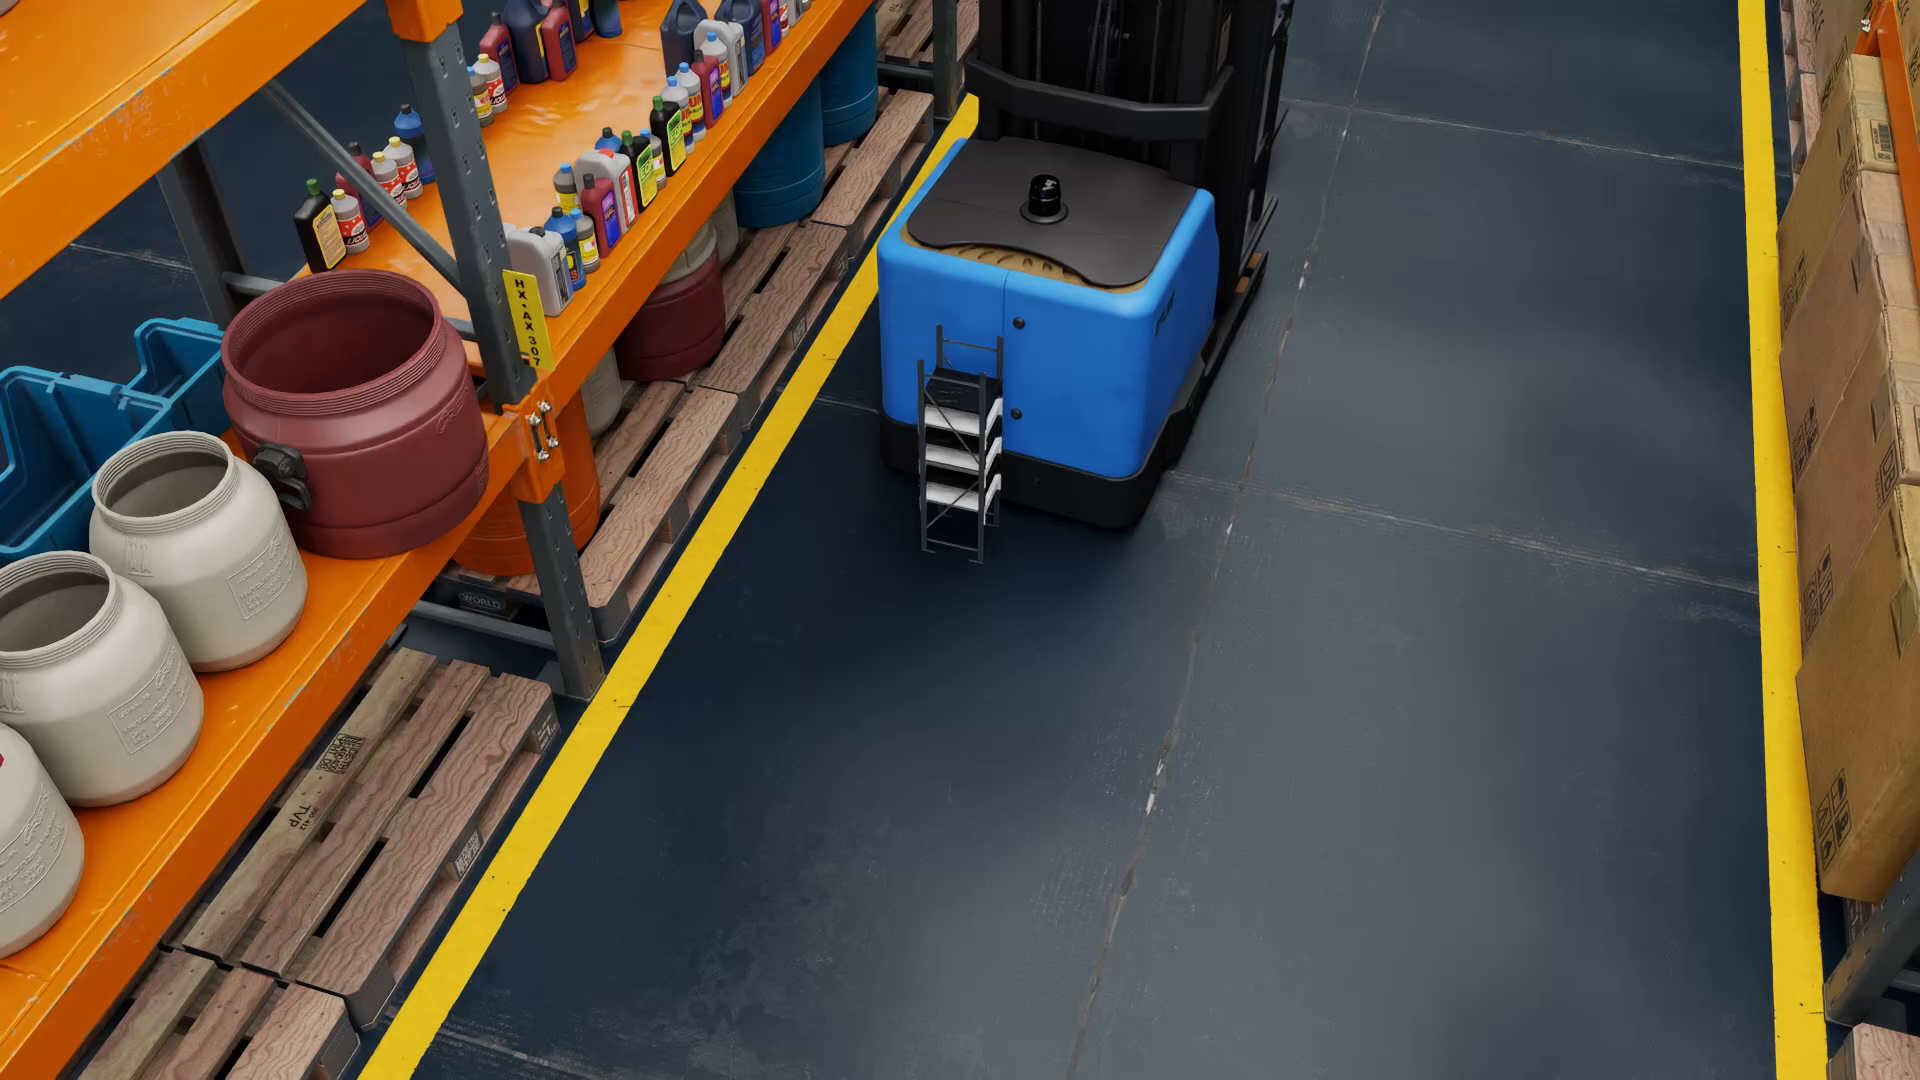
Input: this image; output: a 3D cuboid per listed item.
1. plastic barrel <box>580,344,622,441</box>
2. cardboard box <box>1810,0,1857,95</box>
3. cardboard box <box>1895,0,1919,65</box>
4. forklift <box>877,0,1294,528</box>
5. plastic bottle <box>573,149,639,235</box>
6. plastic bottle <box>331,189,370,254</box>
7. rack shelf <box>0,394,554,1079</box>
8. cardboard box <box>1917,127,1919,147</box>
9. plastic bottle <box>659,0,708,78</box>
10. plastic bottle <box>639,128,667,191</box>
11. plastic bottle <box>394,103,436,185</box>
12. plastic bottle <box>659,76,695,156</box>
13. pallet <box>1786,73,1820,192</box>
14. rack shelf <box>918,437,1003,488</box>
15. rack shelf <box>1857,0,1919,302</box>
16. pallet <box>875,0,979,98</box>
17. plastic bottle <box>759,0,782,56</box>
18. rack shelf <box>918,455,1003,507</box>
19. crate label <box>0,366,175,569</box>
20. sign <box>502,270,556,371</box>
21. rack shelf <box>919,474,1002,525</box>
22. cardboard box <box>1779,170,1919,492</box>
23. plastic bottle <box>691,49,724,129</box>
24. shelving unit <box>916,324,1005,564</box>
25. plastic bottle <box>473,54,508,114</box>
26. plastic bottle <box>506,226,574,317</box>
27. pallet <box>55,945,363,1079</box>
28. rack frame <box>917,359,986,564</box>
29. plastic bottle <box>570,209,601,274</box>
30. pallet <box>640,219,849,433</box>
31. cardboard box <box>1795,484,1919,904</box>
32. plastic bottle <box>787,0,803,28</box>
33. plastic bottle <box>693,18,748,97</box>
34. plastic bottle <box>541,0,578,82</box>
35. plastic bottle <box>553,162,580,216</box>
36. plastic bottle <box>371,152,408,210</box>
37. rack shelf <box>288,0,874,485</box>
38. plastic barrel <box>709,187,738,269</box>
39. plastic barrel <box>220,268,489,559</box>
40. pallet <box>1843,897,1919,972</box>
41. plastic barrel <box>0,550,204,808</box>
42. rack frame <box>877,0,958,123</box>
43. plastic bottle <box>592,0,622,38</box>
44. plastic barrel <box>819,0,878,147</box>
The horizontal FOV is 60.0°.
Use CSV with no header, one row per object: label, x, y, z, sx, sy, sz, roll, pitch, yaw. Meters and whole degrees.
plastic barrel,-1.502,-0.644,6.242,0.421,0.512,0.421,0,44,0
cardboard box,4.761,-2.689,8.072,0.875,0.875,0.875,13,46,13
cardboard box,3.835,-2.058,6.137,0.500,0.500,0.500,13,46,13
forklift,0.717,-2.136,6.338,1.130,2.935,3.031,16,47,16
plastic bottle,-1.140,-1.142,5.361,0.152,0.276,0.135,13,46,13
plastic bottle,-1.951,-1.020,5.290,0.097,0.201,0.097,0,44,0
rack shelf,-2.325,0.932,3.667,1.077,0.370,4.000,13,46,13
cardboard box,3.531,-1.389,5.453,0.500,0.500,0.500,12,46,12
plastic bottle,-0.994,-1.833,6.014,0.144,0.351,0.185,13,46,13
plastic bottle,-1.039,-1.276,5.552,0.097,0.201,0.097,0,44,0
plastic bottle,-1.823,-1.329,5.556,0.097,0.271,0.097,0,44,0
plastic bottle,-0.969,-1.455,5.684,0.097,0.271,0.097,0,44,0
pallet,4.517,-1.769,7.907,1.003,0.211,1.213,13,46,13
rack shelf,0.002,-0.303,5.964,0.258,0.077,0.200,13,46,12
rack shelf,3.606,-0.685,5.320,1.077,0.370,4.000,13,46,13
pallet,-0.323,-2.826,8.987,1.003,0.211,1.213,13,46,13
plastic bottle,-0.720,-1.964,6.196,0.061,0.283,0.133,13,46,13
rack shelf,0.002,-0.239,6.027,0.258,0.077,0.200,13,46,12
crate label,-2.278,-0.066,4.148,0.502,0.435,0.616,13,46,13
sign,-1.193,-0.605,4.607,0.100,0.325,0.005,13,46,13
rack shelf,0.002,-0.175,6.090,0.258,0.077,0.200,13,46,12
cardboard box,3.768,-0.640,5.978,1.225,0.875,0.875,11,45,11
plastic bottle,-0.887,-1.597,5.821,0.061,0.283,0.133,13,46,13
shelving unit,0.002,-0.327,5.941,0.258,0.900,0.210,13,46,12
plastic bottle,-1.675,-1.628,5.912,0.097,0.201,0.097,0,44,0
plastic bottle,-1.281,-0.834,5.046,0.152,0.276,0.135,13,46,13
pallet,-2.362,1.657,4.406,1.003,0.211,1.213,13,46,13
rack frame,-0.028,-0.259,5.872,0.240,0.900,0.006,13,46,12
plastic bottle,-1.190,-0.944,5.212,0.097,0.201,0.097,0,44,0
pallet,-1.149,-1.007,7.128,1.003,0.211,1.213,13,46,13
cardboard box,3.230,0.544,4.768,1.225,0.875,0.875,11,45,11
plastic bottle,-0.694,-2.125,6.366,0.152,0.276,0.135,13,46,13
plastic bottle,-0.861,-1.758,5.991,0.152,0.276,0.135,13,46,13
plastic bottle,-1.464,-1.831,6.060,0.061,0.283,0.133,13,46,13
plastic bottle,-1.265,-1.130,5.402,0.097,0.201,0.097,0,44,0
plastic bottle,-1.881,-1.174,5.447,0.097,0.201,0.097,0,44,0
rack shelf,-1.114,-1.734,6.392,1.077,0.370,4.000,13,46,13
plastic barrel,-1.160,-1.397,7.012,0.421,0.512,0.421,0,44,0
plastic barrel,-1.571,-0.334,4.349,0.600,0.536,0.708,13,46,13
pallet,3.311,0.878,5.202,1.003,0.211,1.213,13,46,13
plastic barrel,-1.955,0.313,3.705,0.421,0.512,0.421,0,44,0
rack frame,-0.508,-3.325,7.503,1.000,3.000,0.127,13,46,13
plastic bottle,-1.345,-2.047,6.289,0.097,0.271,0.097,0,44,0
plastic barrel,-0.689,-2.366,7.723,0.600,0.901,0.708,13,46,13
